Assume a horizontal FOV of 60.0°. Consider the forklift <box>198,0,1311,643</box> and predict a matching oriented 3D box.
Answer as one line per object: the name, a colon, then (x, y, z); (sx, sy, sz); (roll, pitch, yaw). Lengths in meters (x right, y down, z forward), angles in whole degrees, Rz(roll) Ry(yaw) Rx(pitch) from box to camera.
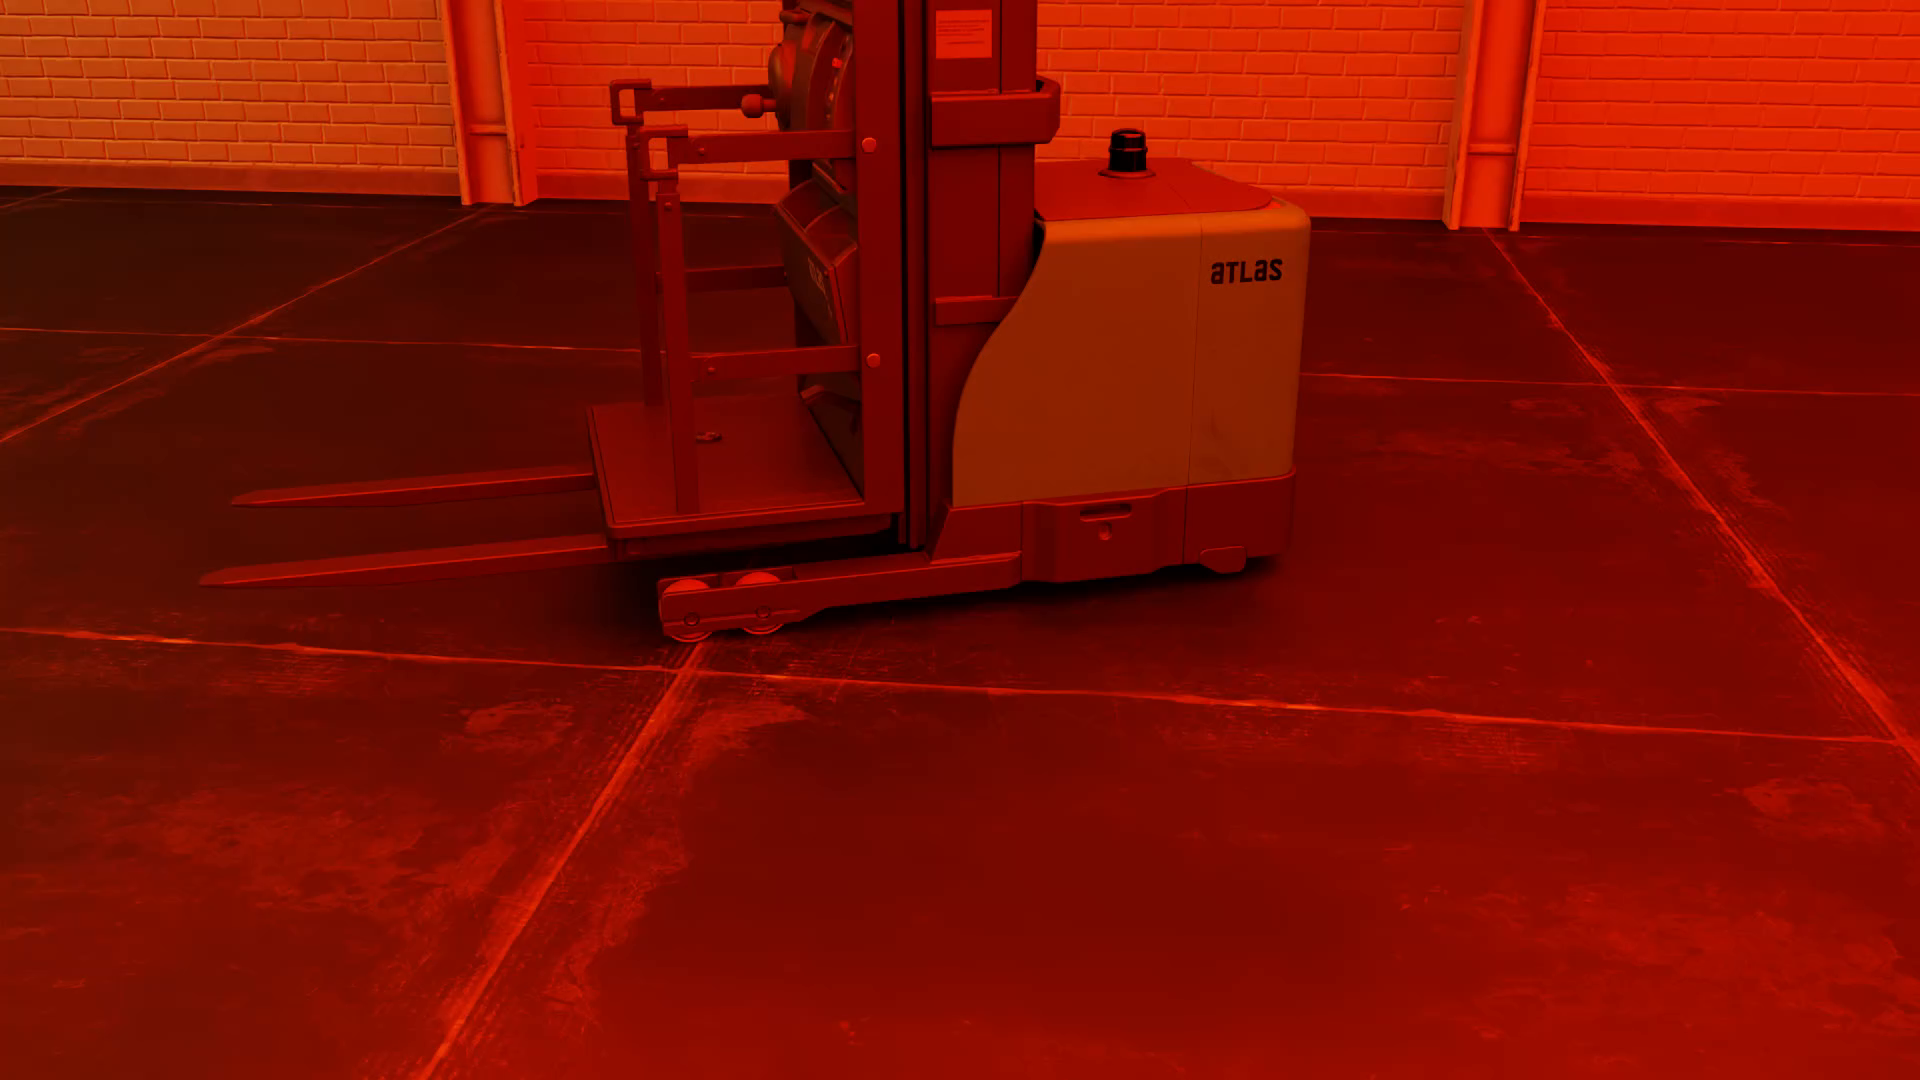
forklift: (-0.588, -1.301, 4.485); (3.031, 2.935, 1.130); (-6, 23, -14)
